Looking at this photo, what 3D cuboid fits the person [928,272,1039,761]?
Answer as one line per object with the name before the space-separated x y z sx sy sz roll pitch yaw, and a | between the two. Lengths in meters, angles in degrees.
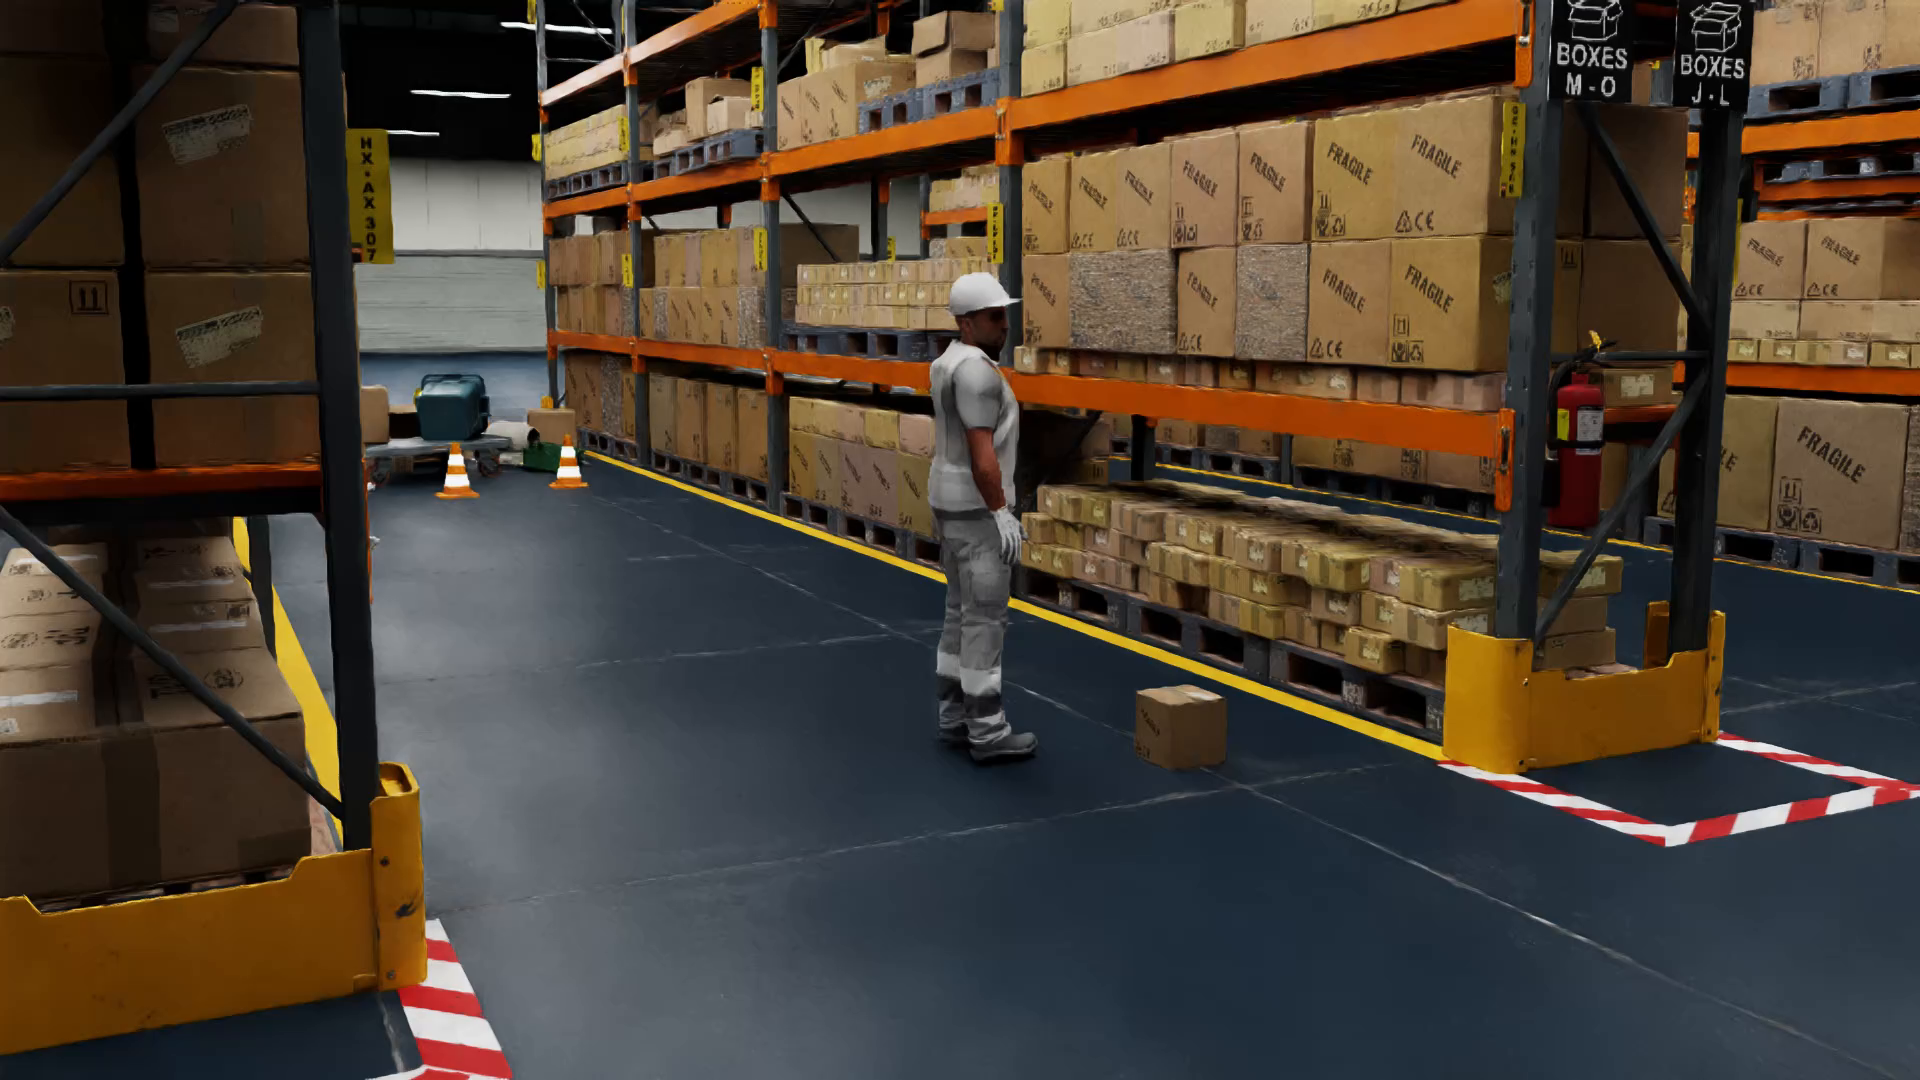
person | 0.094 -0.075 6.197 0.408 1.825 0.599 -2 9 -12
